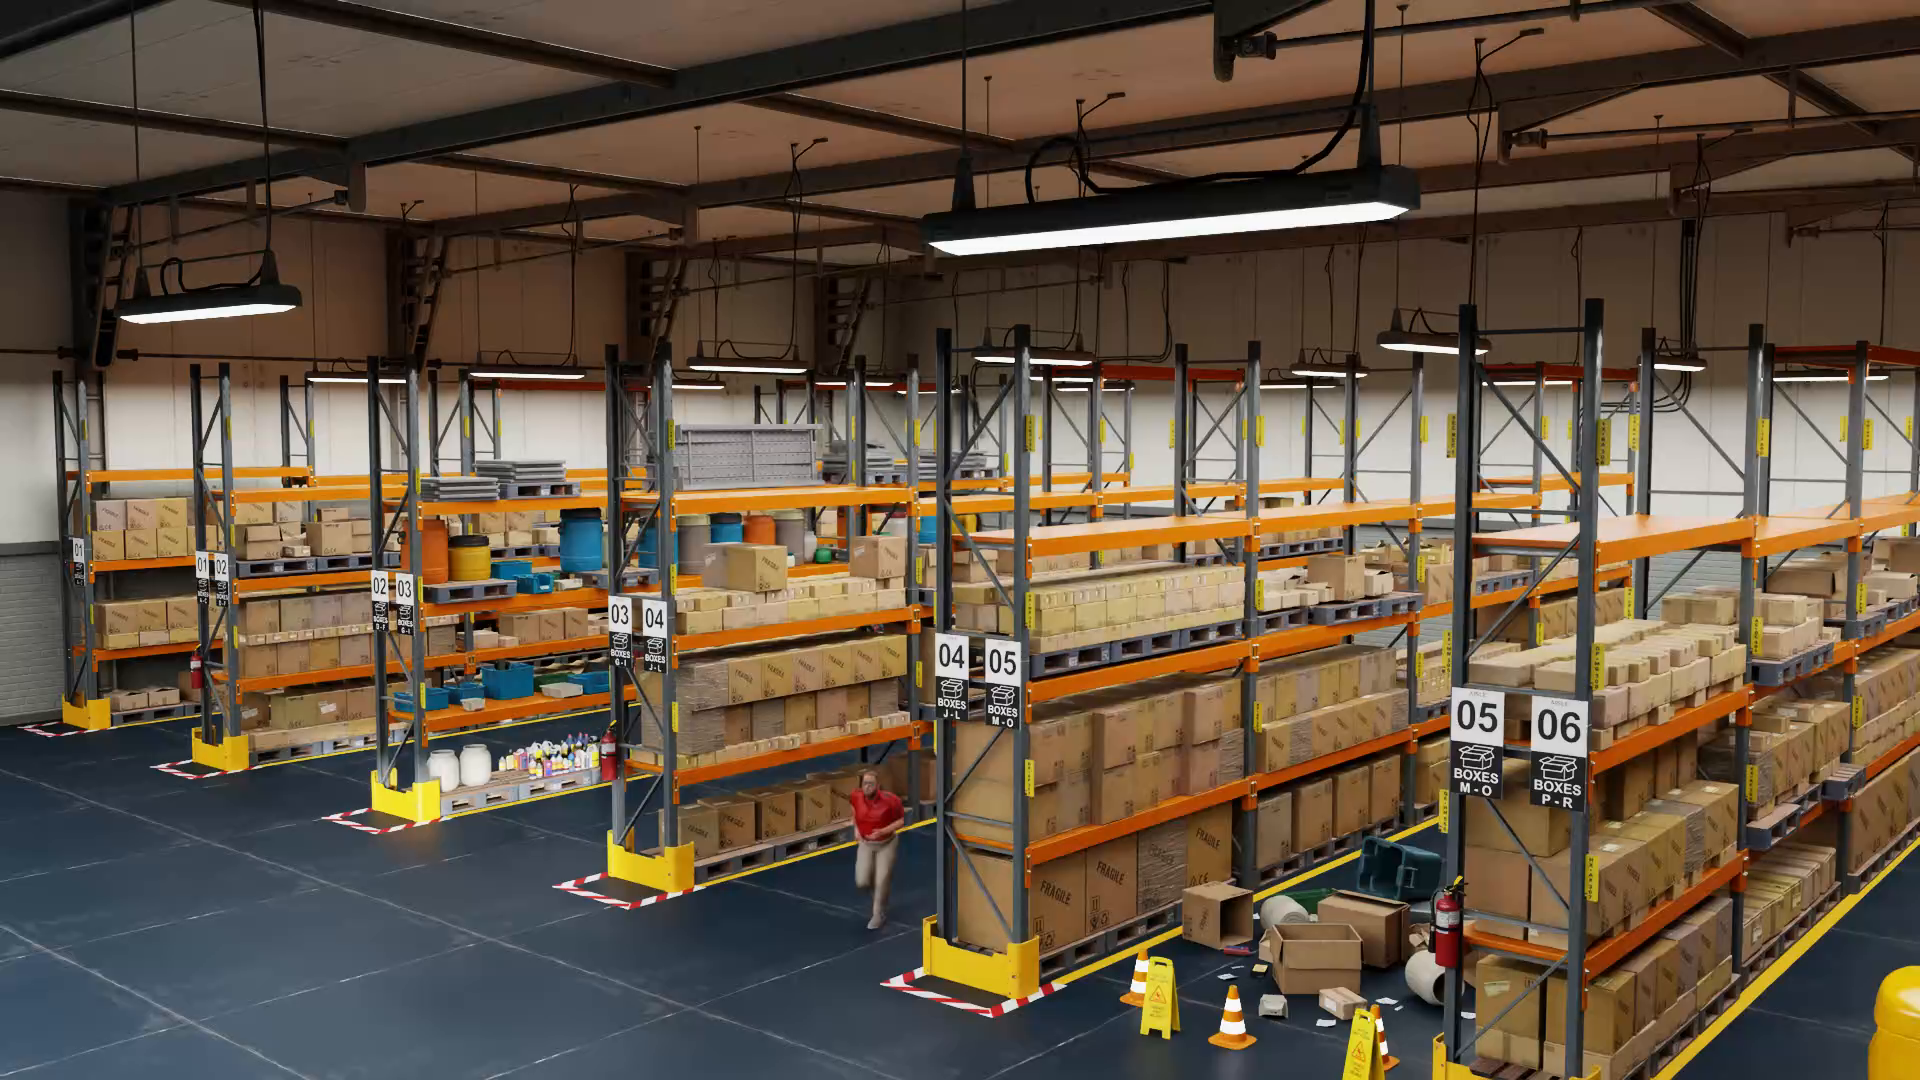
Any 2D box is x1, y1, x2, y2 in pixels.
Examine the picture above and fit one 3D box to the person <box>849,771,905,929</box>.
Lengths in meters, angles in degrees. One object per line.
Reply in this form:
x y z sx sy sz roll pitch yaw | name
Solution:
-0.866 3.140 16.901 0.648 1.647 0.749 1 4 14 | person
